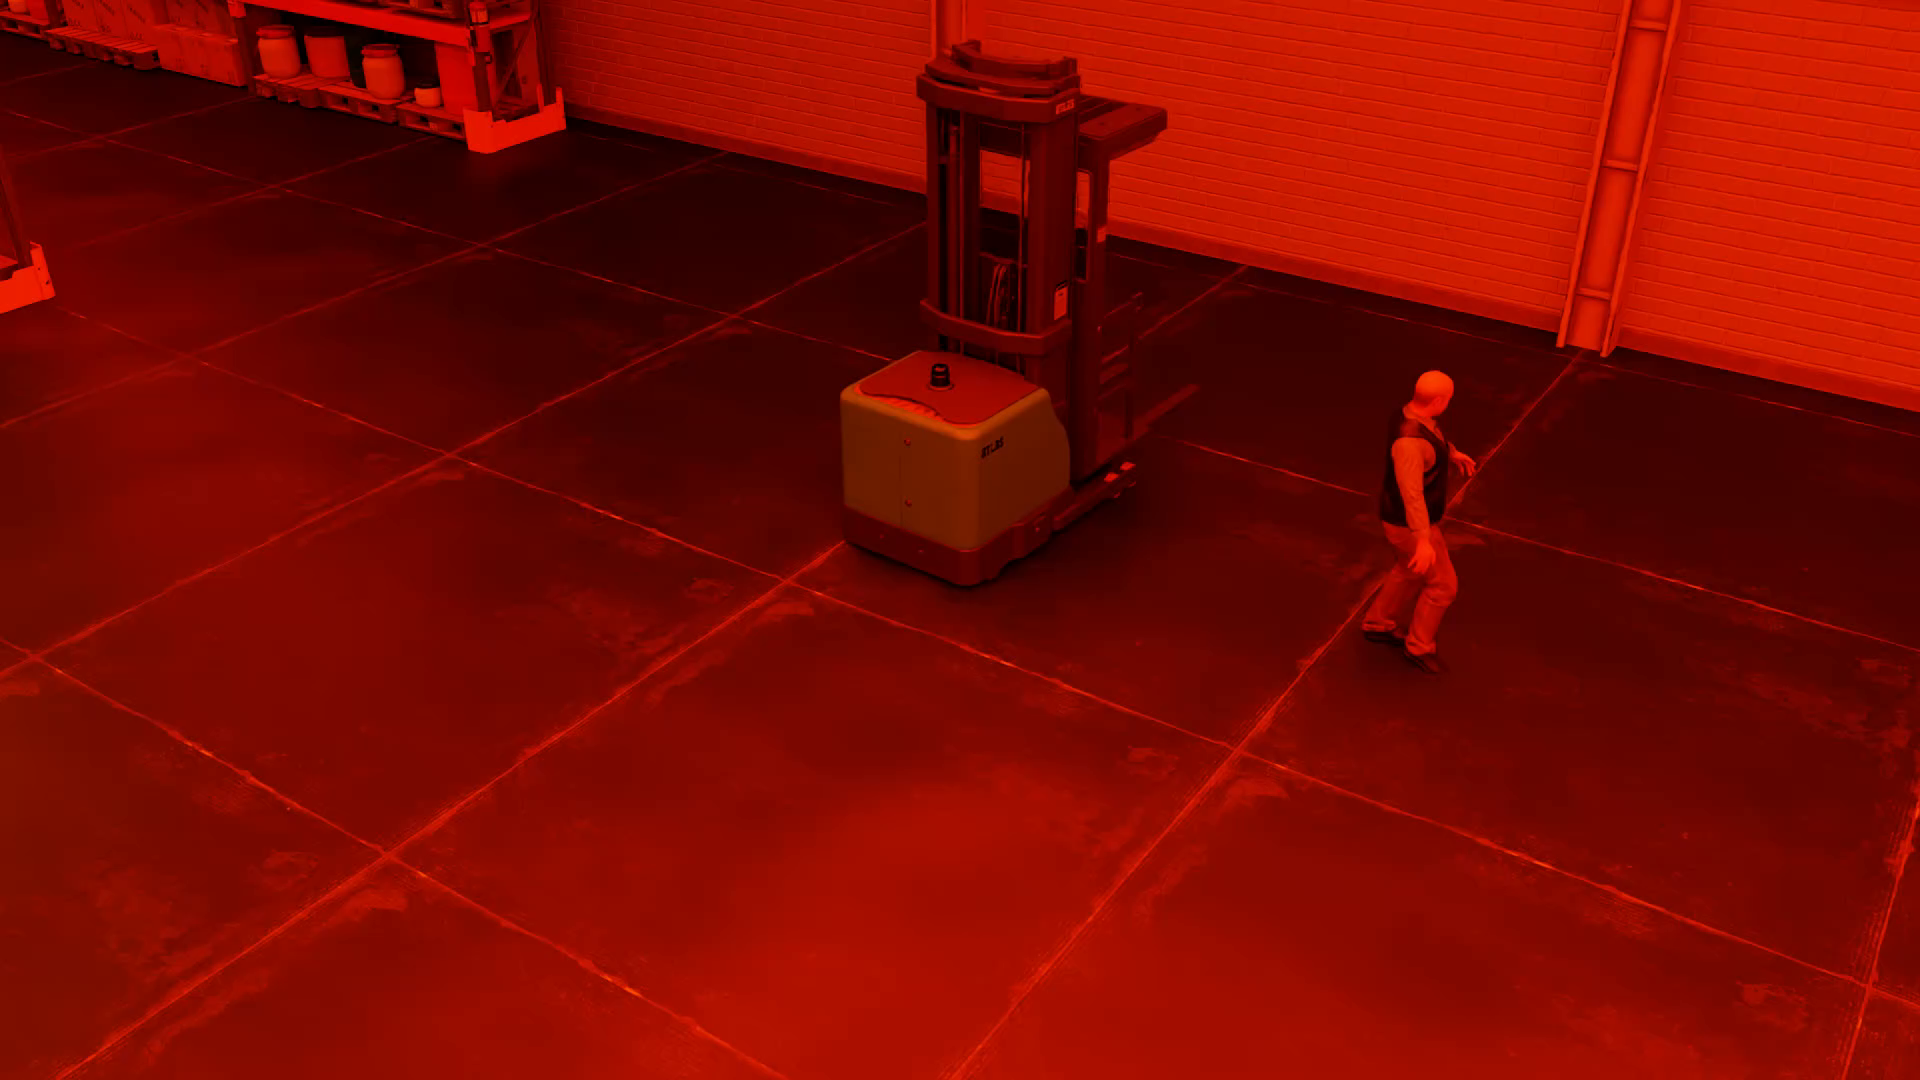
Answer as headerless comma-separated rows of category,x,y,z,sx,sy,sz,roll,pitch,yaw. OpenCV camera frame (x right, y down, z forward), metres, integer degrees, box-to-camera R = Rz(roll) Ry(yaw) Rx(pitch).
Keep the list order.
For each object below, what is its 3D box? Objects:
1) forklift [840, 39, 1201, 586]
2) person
forklift,0.556,-1.676,10.468,1.130,2.935,3.031,21,36,31
person,2.526,-0.097,9.030,0.519,1.748,0.927,8,31,14
